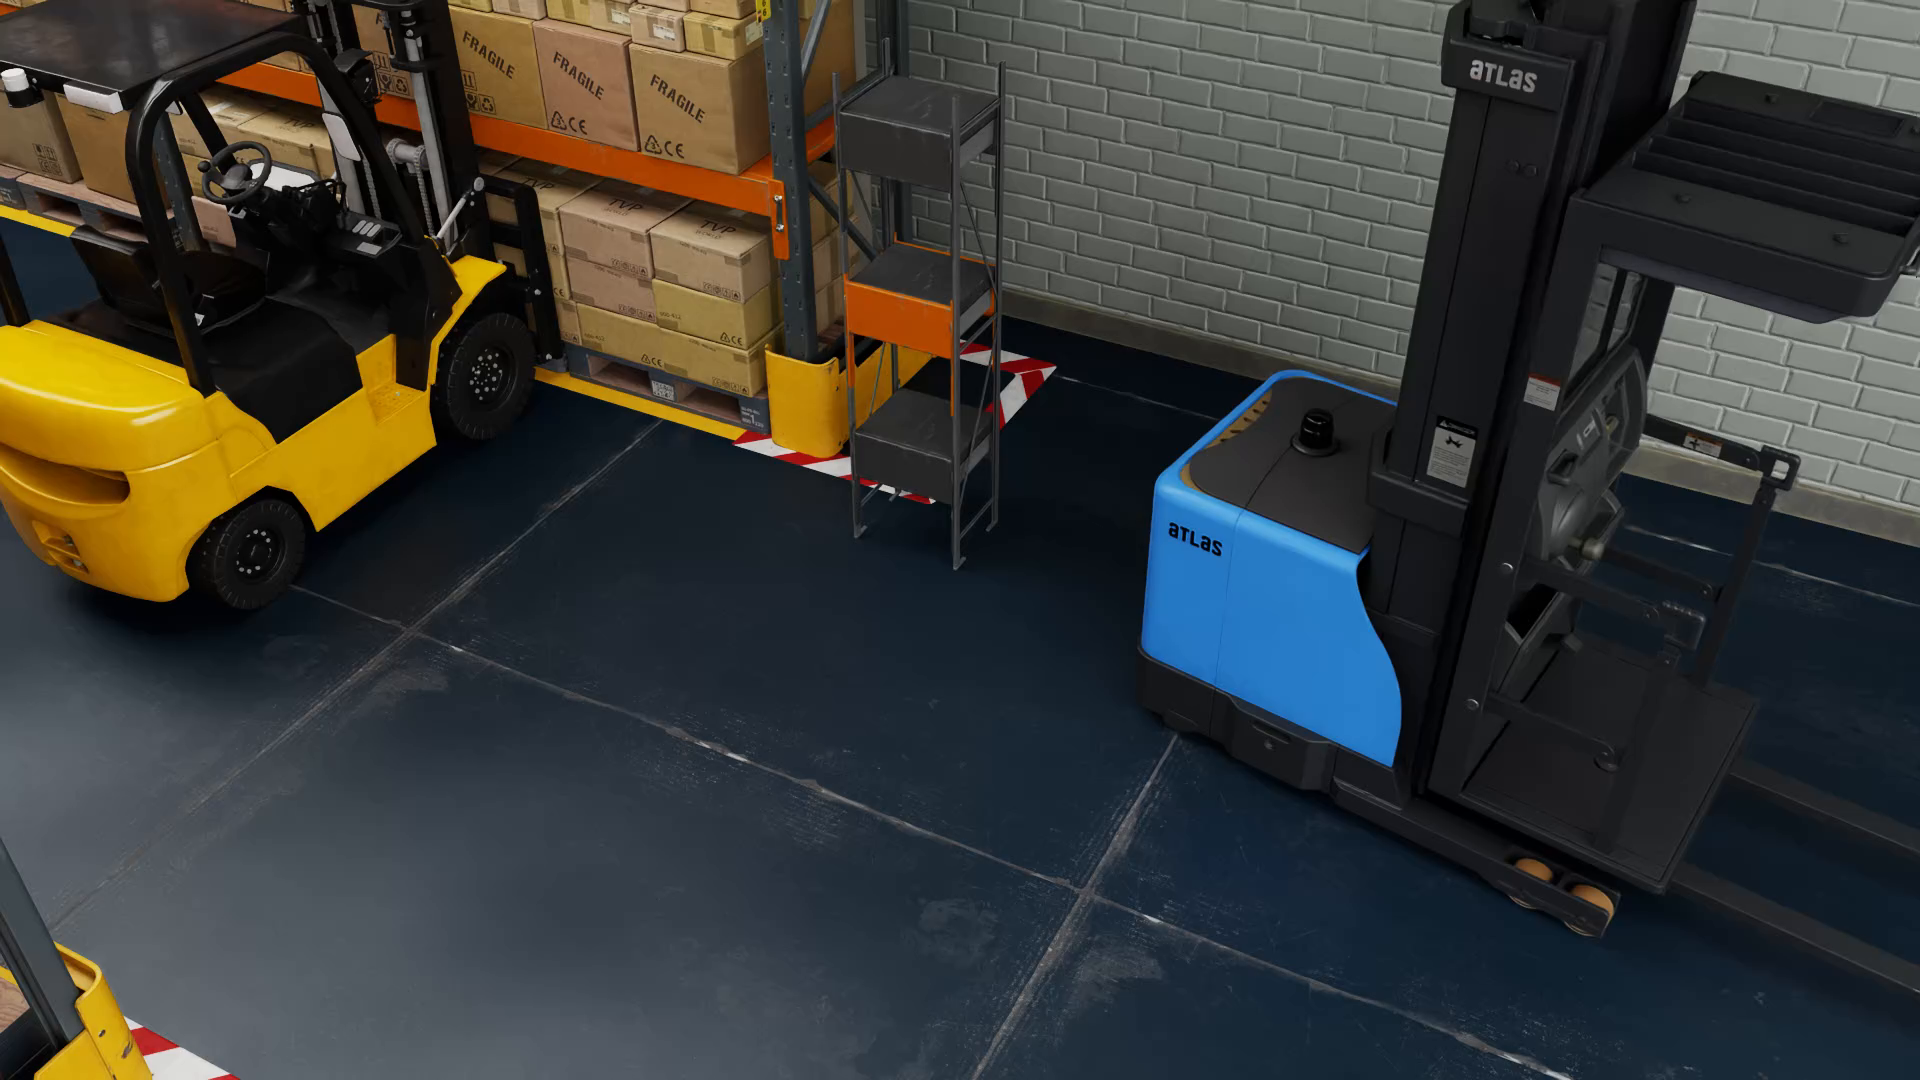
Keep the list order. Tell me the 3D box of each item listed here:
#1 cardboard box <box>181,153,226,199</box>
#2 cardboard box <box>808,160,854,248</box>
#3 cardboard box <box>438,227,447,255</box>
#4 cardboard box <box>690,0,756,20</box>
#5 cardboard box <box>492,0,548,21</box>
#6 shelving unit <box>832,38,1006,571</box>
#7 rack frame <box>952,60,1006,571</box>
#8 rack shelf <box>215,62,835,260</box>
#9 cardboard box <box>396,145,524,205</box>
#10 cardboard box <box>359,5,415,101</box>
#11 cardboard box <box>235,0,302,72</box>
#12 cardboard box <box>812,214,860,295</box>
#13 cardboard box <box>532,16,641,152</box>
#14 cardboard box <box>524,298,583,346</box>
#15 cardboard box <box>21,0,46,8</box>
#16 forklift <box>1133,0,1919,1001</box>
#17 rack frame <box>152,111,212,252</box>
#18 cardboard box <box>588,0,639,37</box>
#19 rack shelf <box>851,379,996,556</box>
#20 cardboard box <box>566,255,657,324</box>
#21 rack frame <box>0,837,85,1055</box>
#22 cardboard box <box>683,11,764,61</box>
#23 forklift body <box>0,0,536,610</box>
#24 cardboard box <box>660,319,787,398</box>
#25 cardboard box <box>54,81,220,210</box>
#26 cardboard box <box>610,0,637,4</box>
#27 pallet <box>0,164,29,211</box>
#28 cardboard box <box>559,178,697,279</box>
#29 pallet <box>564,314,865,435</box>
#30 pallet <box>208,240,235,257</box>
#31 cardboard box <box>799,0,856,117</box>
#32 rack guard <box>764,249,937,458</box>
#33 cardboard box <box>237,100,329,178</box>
[{"bbox_3d":[-3.778,-2.013,8.934,0.500,0.250,0.500,17,40,21],"label":"cardboard box"},{"bbox_3d":[-0.854,-1.635,8.023,0.500,0.250,0.500,17,40,21],"label":"cardboard box"},{"bbox_3d":[-2.441,-1.587,8.373,0.500,0.250,0.500,17,40,21],"label":"cardboard box"},{"bbox_3d":[-0.929,-2.333,6.977,0.250,0.149,0.380,17,41,22],"label":"cardboard box"},{"bbox_3d":[-1.867,-2.458,7.388,0.250,0.149,0.380,16,40,20],"label":"cardboard box"},{"bbox_3d":[-0.147,-0.882,6.676,0.503,2.100,0.431,17,41,21],"label":"shelving unit"},{"bbox_3d":[0.070,-0.814,6.586,0.015,2.100,0.400,17,41,21],"label":"rack frame"},{"bbox_3d":[-2.290,-2.199,8.261,4.000,0.370,1.077,17,41,21],"label":"rack shelf"},{"bbox_3d":[-2.422,-1.779,8.213,0.500,0.250,0.500,17,40,21],"label":"cardboard box"},{"bbox_3d":[-2.435,-2.391,7.836,0.500,0.500,0.500,18,41,22],"label":"cardboard box"},{"bbox_3d":[-3.322,-2.682,8.220,0.500,0.500,0.500,18,41,22],"label":"cardboard box"},{"bbox_3d":[-0.836,-1.443,8.184,0.500,0.250,0.500,18,41,22],"label":"cardboard box"},{"bbox_3d":[-1.528,-2.115,7.472,0.500,0.500,0.500,19,41,23],"label":"cardboard box"},{"bbox_3d":[-1.954,-1.250,8.343,0.500,0.250,0.500,18,41,22],"label":"cardboard box"},{"bbox_3d":[-4.634,-2.982,8.821,0.500,0.250,0.500,18,41,22],"label":"cardboard box"},{"bbox_3d":[2.147,-0.223,5.119,3.031,2.935,1.130,24,43,28],"label":"forklift"},{"bbox_3d":[-4.066,-3.042,8.776,0.127,3.000,1.000,17,41,21],"label":"rack frame"},{"bbox_3d":[-1.394,-2.334,7.225,0.250,0.149,0.380,18,41,22],"label":"cardboard box"},{"bbox_3d":[-0.147,-0.314,7.107,0.480,0.518,0.431,17,41,21],"label":"rack shelf"},{"bbox_3d":[-1.530,-1.314,8.013,0.500,0.250,0.500,17,40,21],"label":"cardboard box"},{"bbox_3d":[-2.793,0.736,3.799,0.127,3.000,1.000,17,41,21],"label":"rack frame"},{"bbox_3d":[-0.951,-2.174,7.014,0.250,0.149,0.380,18,41,22],"label":"cardboard box"},{"bbox_3d":[-3.037,-1.139,6.972,1.214,2.155,2.313,17,41,21],"label":"forklift body"},{"bbox_3d":[-1.077,-0.963,7.964,0.500,0.250,0.500,18,41,22],"label":"cardboard box"},{"bbox_3d":[-4.534,-2.402,9.551,0.625,0.625,0.875,19,41,23],"label":"cardboard box"},{"bbox_3d":[-1.407,-2.443,7.122,0.250,0.149,0.380,18,41,22],"label":"cardboard box"},{"bbox_3d":[-5.826,-2.454,10.308,1.213,0.211,1.003,17,41,21],"label":"pallet"},{"bbox_3d":[-1.523,-1.499,7.844,0.500,0.250,0.500,18,41,22],"label":"cardboard box"},{"bbox_3d":[-1.212,-1.009,8.405,1.213,0.211,1.003,17,41,21],"label":"pallet"},{"bbox_3d":[-3.379,-1.688,9.299,1.213,0.211,1.003,17,41,21],"label":"pallet"},{"bbox_3d":[-0.826,-2.256,7.659,0.500,0.500,0.500,19,41,23],"label":"cardboard box"},{"bbox_3d":[-0.493,-0.927,8.058,0.348,0.500,1.175,17,41,21],"label":"rack guard"},{"bbox_3d":[-3.331,-2.062,8.585,0.500,0.250,0.500,17,41,22],"label":"cardboard box"}]
